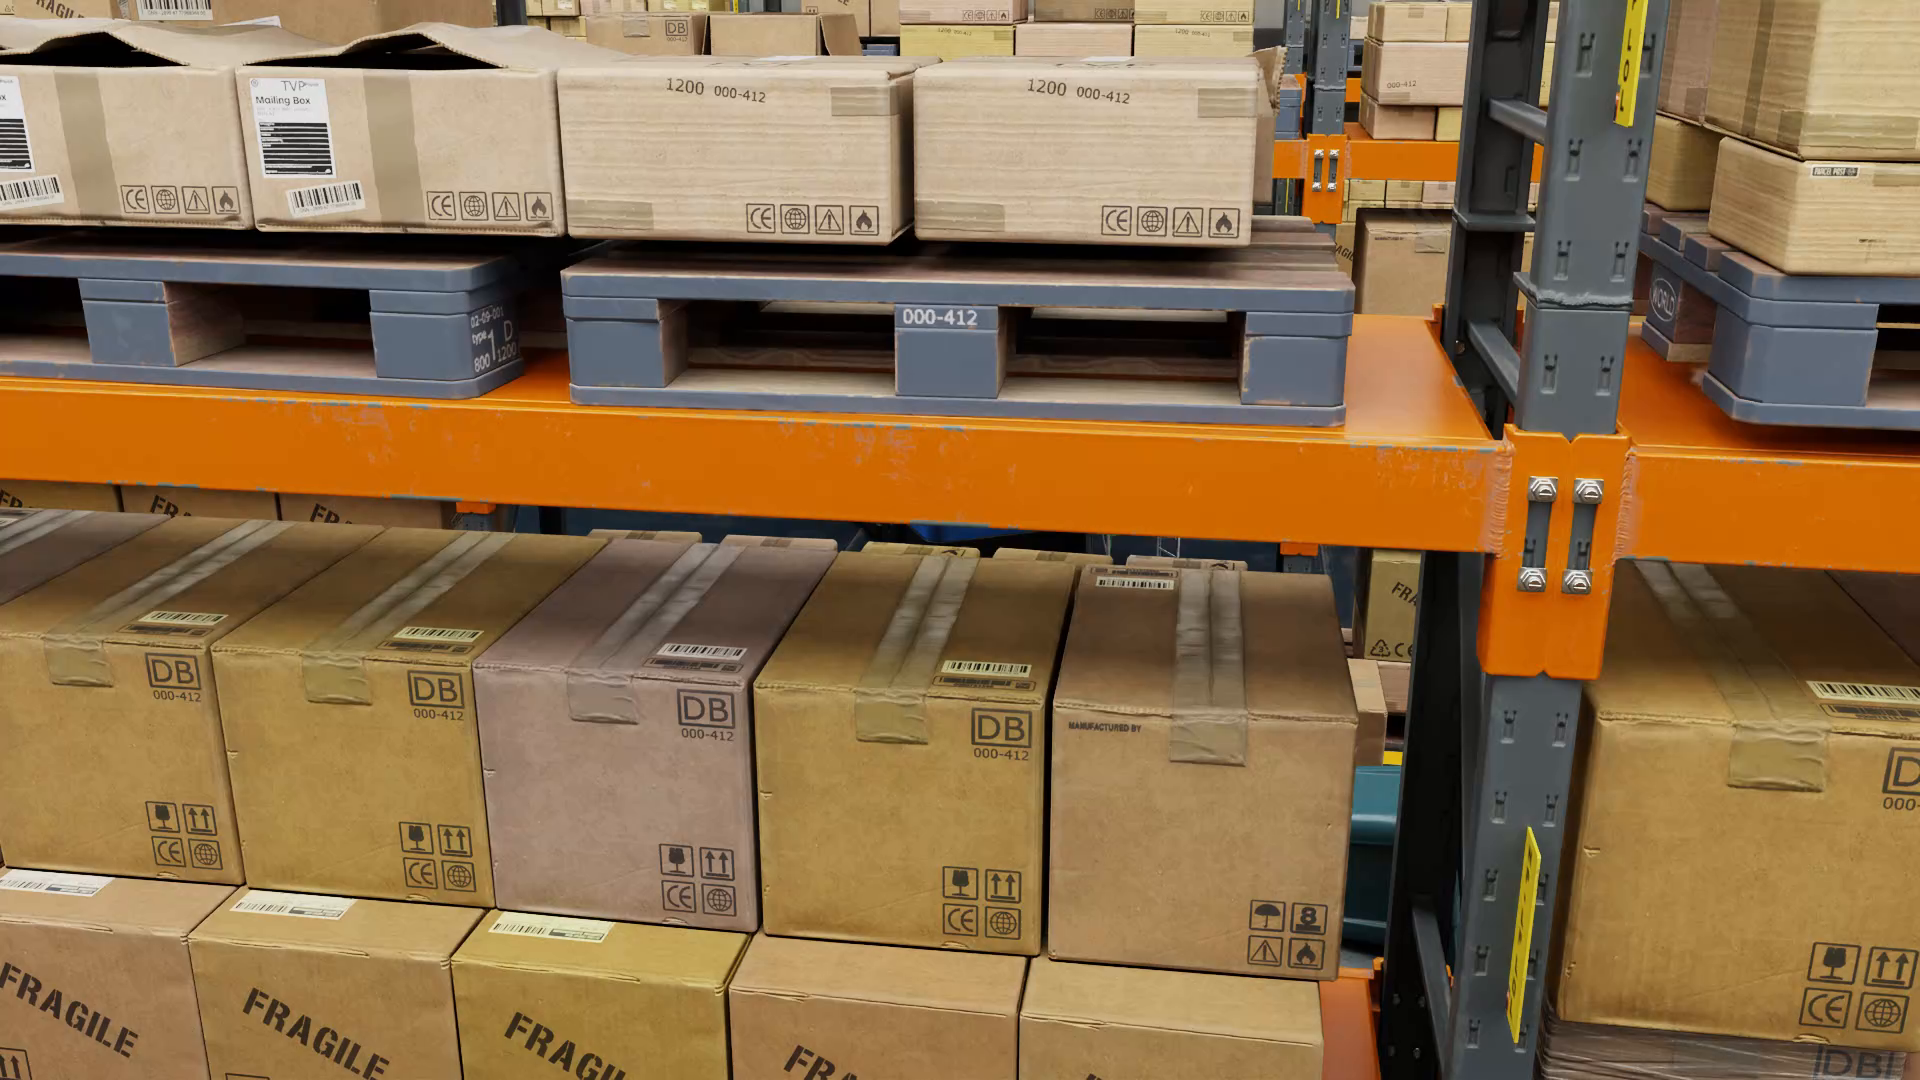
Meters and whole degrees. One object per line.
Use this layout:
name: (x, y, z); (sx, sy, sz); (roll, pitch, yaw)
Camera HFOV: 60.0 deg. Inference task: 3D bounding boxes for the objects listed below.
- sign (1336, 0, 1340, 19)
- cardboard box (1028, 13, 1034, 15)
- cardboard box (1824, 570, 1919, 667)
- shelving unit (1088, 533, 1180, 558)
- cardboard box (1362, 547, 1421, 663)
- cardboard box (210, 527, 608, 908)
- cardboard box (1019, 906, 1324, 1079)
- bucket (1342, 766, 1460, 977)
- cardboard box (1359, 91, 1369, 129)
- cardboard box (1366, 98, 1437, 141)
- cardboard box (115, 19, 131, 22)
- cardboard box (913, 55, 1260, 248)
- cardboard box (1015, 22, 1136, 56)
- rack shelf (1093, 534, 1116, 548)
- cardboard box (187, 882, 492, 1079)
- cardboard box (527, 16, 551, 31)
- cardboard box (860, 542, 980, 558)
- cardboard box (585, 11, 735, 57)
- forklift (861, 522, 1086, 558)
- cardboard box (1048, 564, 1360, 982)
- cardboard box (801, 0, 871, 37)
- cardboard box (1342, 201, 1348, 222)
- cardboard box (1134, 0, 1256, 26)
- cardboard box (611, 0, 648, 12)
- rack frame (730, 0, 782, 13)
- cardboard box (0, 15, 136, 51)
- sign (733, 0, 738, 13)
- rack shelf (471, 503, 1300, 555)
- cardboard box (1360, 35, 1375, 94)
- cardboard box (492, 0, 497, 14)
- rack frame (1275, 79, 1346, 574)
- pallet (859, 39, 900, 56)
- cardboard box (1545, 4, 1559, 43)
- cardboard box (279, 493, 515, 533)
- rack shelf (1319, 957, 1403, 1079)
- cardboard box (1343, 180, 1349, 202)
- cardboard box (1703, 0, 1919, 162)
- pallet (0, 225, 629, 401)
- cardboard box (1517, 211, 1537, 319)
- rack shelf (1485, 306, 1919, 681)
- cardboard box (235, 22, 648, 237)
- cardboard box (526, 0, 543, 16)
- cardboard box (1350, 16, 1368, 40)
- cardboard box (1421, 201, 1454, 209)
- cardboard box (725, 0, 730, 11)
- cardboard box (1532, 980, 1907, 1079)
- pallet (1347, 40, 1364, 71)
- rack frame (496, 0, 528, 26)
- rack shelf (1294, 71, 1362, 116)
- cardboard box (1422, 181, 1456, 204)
sign: (1.543, -2.287, 6.749); (0.005, 0.325, 0.100); (3, 19, 9)
cardboard box: (0.576, -3.839, 12.370); (0.250, 0.166, 0.380); (3, 19, 9)
cardboard box: (1.862, 0.386, 2.983); (0.550, 0.550, 0.875); (3, 19, 9)
shelving unit: (1.065, -0.376, 10.035); (0.503, 1.200, 0.258); (-8, 20, -23)
cardboard box: (2.167, 0.256, 7.799); (0.500, 0.500, 0.500); (4, 19, 11)
cardboard box: (-1.055, 0.327, 3.364); (0.500, 0.500, 0.700); (3, 19, 8)
cardboard box: (0.384, 0.959, 3.052); (0.500, 0.500, 0.500); (3, 19, 8)
bucket: (1.442, 1.065, 5.656); (0.620, 0.611, 0.726); (-1, 16, 31)
cardboard box: (1.988, -1.990, 7.692); (0.250, 0.149, 0.380); (3, 19, 9)
cardboard box: (1.899, -1.817, 7.175); (0.250, 0.149, 0.380); (3, 19, 8)
cardboard box: (-3.737, -2.326, 7.850); (0.258, 0.266, 0.396); (2, 19, 7)
cardboard box: (0.219, -0.635, 2.662); (0.500, 0.250, 0.500); (3, 19, 9)
cardboard box: (0.529, -2.169, 7.404); (0.500, 0.250, 0.500); (3, 19, 9)
rack shelf: (1.065, -0.088, 10.131); (0.480, 0.148, 0.258); (-8, 20, -23)
cardboard box: (-1.115, 0.883, 3.278); (0.500, 0.500, 0.500); (3, 19, 8)
cardboard box: (-3.193, -3.919, 12.670); (0.250, 0.149, 0.380); (3, 19, 10)
cardboard box: (-0.288, 0.345, 8.525); (0.625, 0.372, 0.950); (4, 19, 10)
cardboard box: (-1.388, -2.227, 7.848); (0.500, 0.500, 0.700); (3, 19, 9)
forklift: (-0.222, -1.577, 10.898); (1.130, 2.935, 3.031); (-7, 20, -19)
cardboard box: (0.451, 0.404, 3.135); (0.500, 0.500, 0.700); (3, 19, 8)
cardboard box: (-0.862, -3.967, 12.228); (0.500, 0.500, 0.500); (3, 19, 9)
cardboard box: (2.684, -2.419, 12.125); (0.250, 0.149, 0.380); (3, 19, 8)
cardboard box: (1.035, -2.384, 7.260); (0.500, 0.250, 0.500); (3, 19, 10)
cardboard box: (-2.438, -4.014, 12.483); (0.250, 0.149, 0.380); (2, 19, 7)
rack frame: (-1.538, -5.209, 12.188); (0.127, 3.000, 1.000); (3, 19, 9)
cardboard box: (-1.928, -0.921, 3.421); (0.500, 0.311, 0.500); (3, 19, 9)
sign: (-1.627, -3.861, 12.074); (0.005, 0.325, 0.100); (3, 19, 9)
rack shelf: (-0.347, -0.367, 8.305); (4.000, 0.370, 1.077); (3, 19, 9)
cardboard box: (2.108, -2.162, 7.576); (0.500, 0.250, 0.500); (3, 19, 8)
cardboard box: (-3.647, -4.208, 13.033); (0.250, 0.149, 0.380); (3, 19, 10)
rack frame: (1.627, -0.607, 7.890); (0.127, 3.000, 1.000); (3, 19, 9)
pallet: (-0.854, -3.690, 12.675); (1.003, 0.211, 1.213); (4, 19, 11)
cardboard box: (2.407, -2.150, 6.914); (0.250, 0.149, 0.380); (2, 19, 7)
cardboard box: (-2.991, -0.061, 8.944); (0.875, 0.875, 0.875); (3, 19, 8)
rack shelf: (-1.033, 1.189, 3.655); (4.000, 0.370, 1.077); (3, 19, 9)
cardboard box: (2.679, -2.549, 12.046); (0.250, 0.149, 0.380); (3, 19, 10)
cardboard box: (1.380, -0.678, 2.322); (0.500, 0.250, 0.500); (3, 19, 9)
pallet: (-1.259, -0.514, 3.183); (1.213, 0.211, 1.003); (4, 19, 11)
cardboard box: (2.528, -1.147, 7.302); (0.500, 0.500, 0.700); (3, 19, 9)
rack shelf: (2.917, -0.032, 2.577); (4.000, 0.370, 1.077); (3, 19, 9)
cardboard box: (-0.824, -0.697, 2.753); (0.500, 0.311, 0.500); (2, 19, 7)
cardboard box: (-3.206, -4.035, 12.547); (0.250, 0.149, 0.380); (3, 19, 9)
cardboard box: (2.806, -3.594, 11.668); (0.250, 0.149, 0.380); (3, 19, 10)
cardboard box: (3.433, -2.366, 11.968); (0.250, 0.149, 0.380); (3, 19, 10)
cardboard box: (-1.858, -4.150, 12.892); (0.250, 0.149, 0.380); (2, 19, 7)
cardboard box: (1.308, 0.893, 3.172); (0.550, 0.550, 0.875); (3, 19, 9)
pallet: (3.257, -3.508, 11.972); (1.213, 0.211, 1.003); (3, 19, 9)
rack frame: (-2.322, -3.653, 7.540); (0.127, 3.000, 1.000); (3, 19, 9)
rack shelf: (4.386, -3.143, 11.876); (4.000, 0.370, 1.077); (3, 19, 9)
cardboard box: (3.442, -2.509, 11.927); (0.250, 0.149, 0.380); (3, 19, 10)
